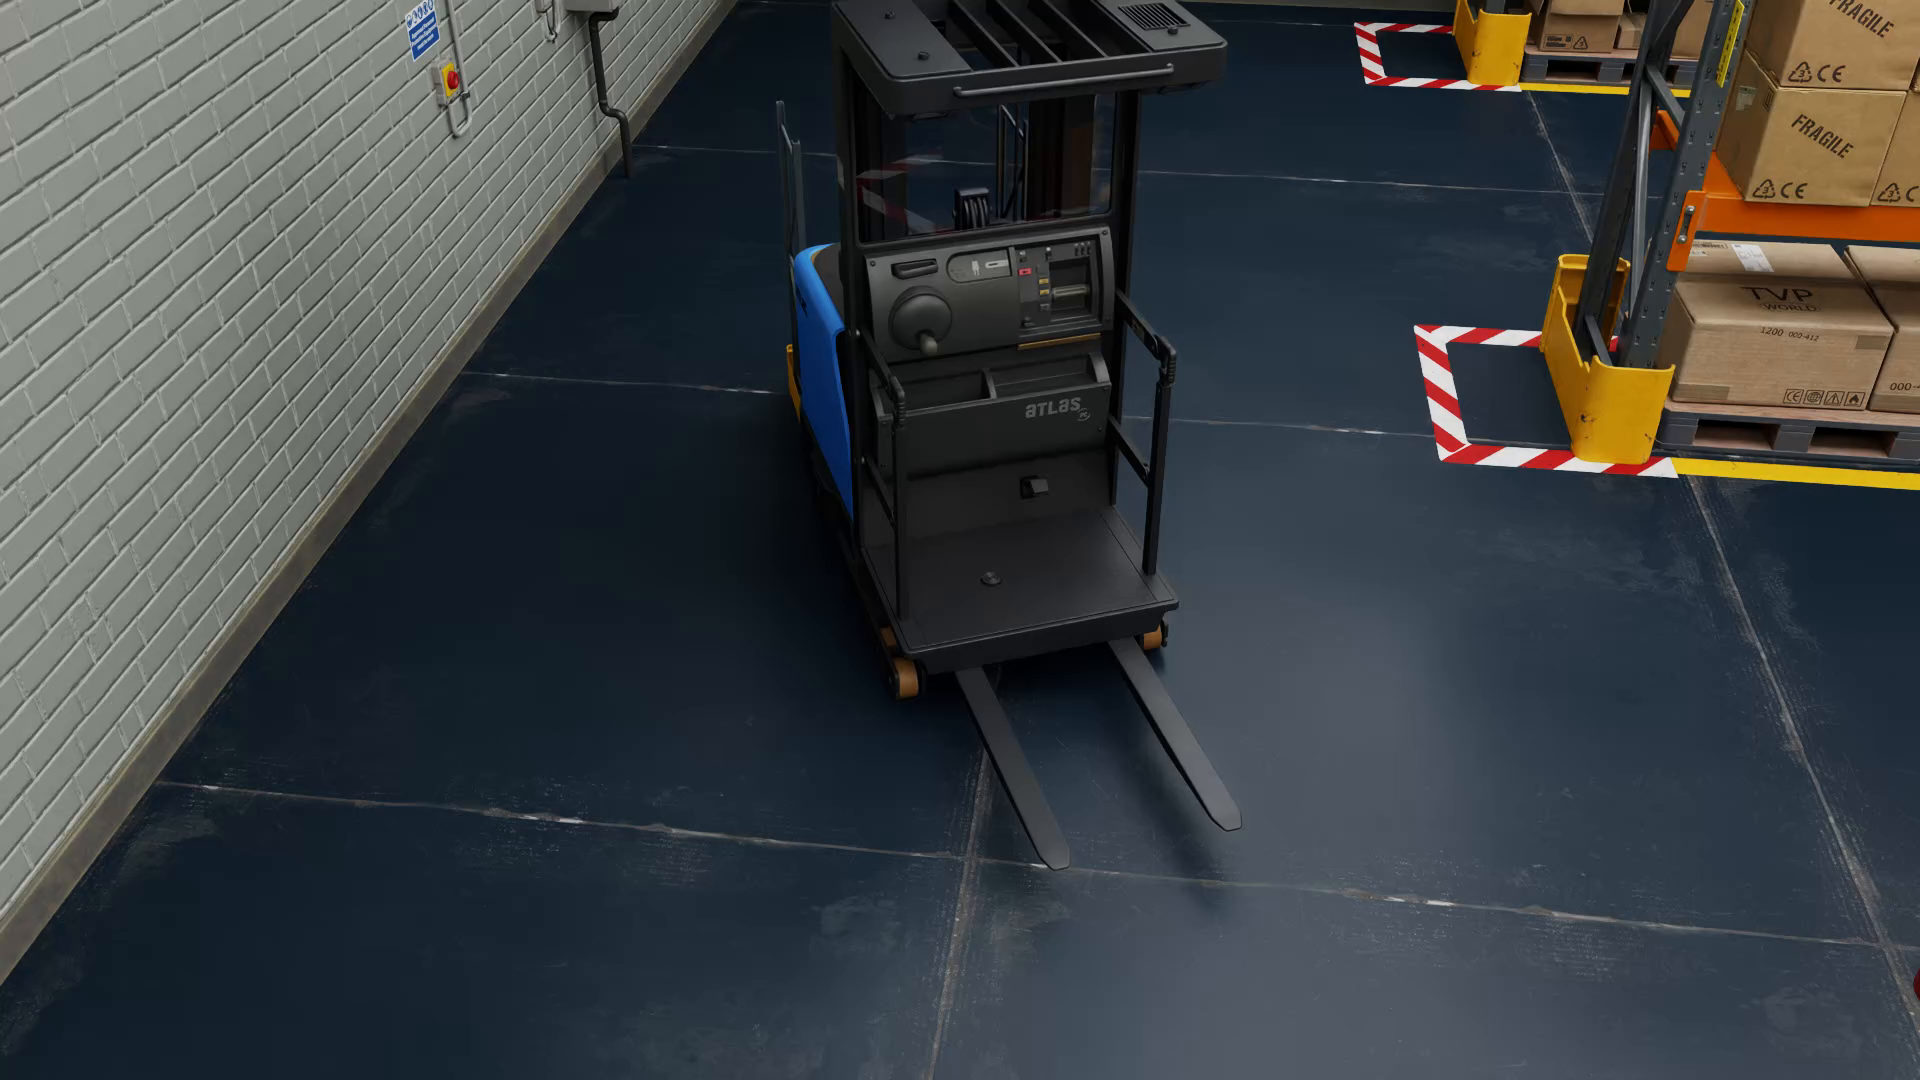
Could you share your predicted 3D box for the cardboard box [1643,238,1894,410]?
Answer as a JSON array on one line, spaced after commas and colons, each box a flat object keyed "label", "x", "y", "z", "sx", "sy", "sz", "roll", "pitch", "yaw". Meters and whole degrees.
[{"label": "cardboard box", "x": 3.810, "y": -1.050, "z": 7.983, "sx": 0.875, "sy": 0.438, "sz": 0.875, "roll": 3, "pitch": 36, "yaw": 4}]

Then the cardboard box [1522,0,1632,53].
[{"label": "cardboard box", "x": 4.366, "y": -3.828, "z": 11.819, "sx": 0.637, "sy": 0.503, "sz": 0.797, "roll": 3, "pitch": 36, "yaw": 4}]

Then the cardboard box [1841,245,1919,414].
[{"label": "cardboard box", "x": 4.719, "y": -0.987, "z": 7.895, "sx": 0.875, "sy": 0.438, "sz": 0.875, "roll": 5, "pitch": 36, "yaw": 7}]

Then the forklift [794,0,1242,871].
[{"label": "forklift", "x": 0.182, "y": -0.842, "z": 5.907, "sx": 1.130, "sy": 2.935, "sz": 3.031, "roll": -10, "pitch": 37, "yaw": -14}]

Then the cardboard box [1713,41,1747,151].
[{"label": "cardboard box", "x": 3.655, "y": -2.070, "z": 7.483, "sx": 0.500, "sy": 0.500, "sz": 0.500, "roll": 4, "pitch": 36, "yaw": 6}]

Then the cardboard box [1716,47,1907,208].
[{"label": "cardboard box", "x": 3.582, "y": -1.753, "z": 7.037, "sx": 0.500, "sy": 0.500, "sz": 0.500, "roll": 4, "pitch": 36, "yaw": 6}]

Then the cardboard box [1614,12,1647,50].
[{"label": "cardboard box", "x": 4.782, "y": -3.630, "z": 11.847, "sx": 0.250, "sy": 0.149, "sz": 0.380, "roll": 3, "pitch": 36, "yaw": 4}]

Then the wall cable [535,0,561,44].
[{"label": "wall cable", "x": -2.284, "y": -3.548, "z": 8.765, "sx": 0.122, "sy": 1.984, "sz": 0.588, "roll": 4, "pitch": 36, "yaw": 6}]

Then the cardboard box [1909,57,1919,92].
[{"label": "cardboard box", "x": 4.096, "y": -2.127, "z": 6.701, "sx": 0.500, "sy": 0.500, "sz": 0.500, "roll": 3, "pitch": 36, "yaw": 5}]

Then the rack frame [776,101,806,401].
[{"label": "rack frame", "x": -0.747, "y": -1.203, "z": 7.644, "sx": 0.032, "sy": 1.500, "sz": 0.500, "roll": -8, "pitch": 36, "yaw": -11}]

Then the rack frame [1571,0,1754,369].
[{"label": "rack frame", "x": 3.143, "y": -1.913, "z": 7.348, "sx": 0.127, "sy": 3.000, "sz": 1.000, "roll": 4, "pitch": 36, "yaw": 6}]

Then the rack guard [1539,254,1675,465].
[{"label": "rack guard", "x": 3.119, "y": -0.897, "z": 8.077, "sx": 0.348, "sy": 0.500, "sz": 1.175, "roll": 4, "pitch": 36, "yaw": 6}]

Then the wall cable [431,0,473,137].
[{"label": "wall cable", "x": -2.453, "y": -2.743, "z": 7.610, "sx": 0.123, "sy": 1.953, "sz": 0.585, "roll": 4, "pitch": 36, "yaw": 6}]

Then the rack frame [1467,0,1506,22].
[{"label": "rack frame", "x": 3.771, "y": -4.773, "z": 11.356, "sx": 0.127, "sy": 3.000, "sz": 1.000, "roll": 4, "pitch": 36, "yaw": 6}]

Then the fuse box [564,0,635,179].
[{"label": "fuse box", "x": -2.041, "y": -2.992, "z": 9.969, "sx": 0.414, "sy": 1.711, "sz": 0.539, "roll": 4, "pitch": 36, "yaw": 6}]

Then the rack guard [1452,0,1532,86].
[{"label": "rack guard", "x": 3.847, "y": -3.750, "z": 12.074, "sx": 0.348, "sy": 0.500, "sz": 1.175, "roll": 4, "pitch": 36, "yaw": 6}]

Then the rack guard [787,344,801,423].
[{"label": "rack guard", "x": -0.746, "y": -0.694, "z": 8.008, "sx": 0.087, "sy": 0.250, "sz": 0.587, "roll": -8, "pitch": 36, "yaw": -11}]

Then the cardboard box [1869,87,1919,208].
[{"label": "cardboard box", "x": 4.087, "y": -1.731, "z": 7.008, "sx": 0.500, "sy": 0.500, "sz": 0.500, "roll": 4, "pitch": 36, "yaw": 5}]

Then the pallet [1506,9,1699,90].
[{"label": "pallet", "x": 4.637, "y": -3.574, "z": 12.076, "sx": 1.213, "sy": 0.211, "sz": 1.003, "roll": 4, "pitch": 36, "yaw": 6}]

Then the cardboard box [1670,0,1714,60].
[{"label": "cardboard box", "x": 5.209, "y": -3.741, "z": 11.700, "sx": 0.500, "sy": 0.500, "sz": 0.700, "roll": 6, "pitch": 36, "yaw": 8}]

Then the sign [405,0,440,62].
[{"label": "sign", "x": -2.520, "y": -2.403, "z": 7.803, "sx": 0.001, "sy": 0.218, "sz": 0.327, "roll": 4, "pitch": 36, "yaw": 6}]

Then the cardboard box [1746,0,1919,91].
[{"label": "cardboard box", "x": 3.582, "y": -2.161, "z": 6.749, "sx": 0.500, "sy": 0.500, "sz": 0.500, "roll": 4, "pitch": 36, "yaw": 5}]

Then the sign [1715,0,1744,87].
[{"label": "sign", "x": 3.066, "y": -1.978, "z": 6.626, "sx": 0.005, "sy": 0.325, "sz": 0.100, "roll": 4, "pitch": 36, "yaw": 6}]

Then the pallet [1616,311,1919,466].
[{"label": "pallet", "x": 3.946, "y": -0.764, "z": 8.138, "sx": 1.213, "sy": 0.211, "sz": 1.003, "roll": 4, "pitch": 36, "yaw": 6}]

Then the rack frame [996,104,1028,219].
[{"label": "rack frame", "x": 0.243, "y": -1.338, "z": 7.834, "sx": 0.032, "sy": 1.500, "sz": 0.500, "roll": -8, "pitch": 36, "yaw": -11}]

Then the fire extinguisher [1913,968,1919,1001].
[{"label": "fire extinguisher", "x": 2.421, "y": 0.846, "z": 3.871, "sx": 0.183, "sy": 0.674, "sz": 0.296, "roll": 4, "pitch": 36, "yaw": 6}]

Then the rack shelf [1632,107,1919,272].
[{"label": "rack shelf", "x": 5.126, "y": -1.472, "z": 7.350, "sx": 4.000, "sy": 0.370, "sz": 1.077, "roll": 4, "pitch": 36, "yaw": 6}]

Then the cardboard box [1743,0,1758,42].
[{"label": "cardboard box", "x": 3.651, "y": -2.462, "z": 7.171, "sx": 0.500, "sy": 0.500, "sz": 0.500, "roll": 5, "pitch": 36, "yaw": 8}]

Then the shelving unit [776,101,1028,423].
[{"label": "shelving unit", "x": -0.261, "y": -1.269, "z": 7.737, "sx": 1.083, "sy": 1.500, "sz": 0.587, "roll": -8, "pitch": 36, "yaw": -11}]
